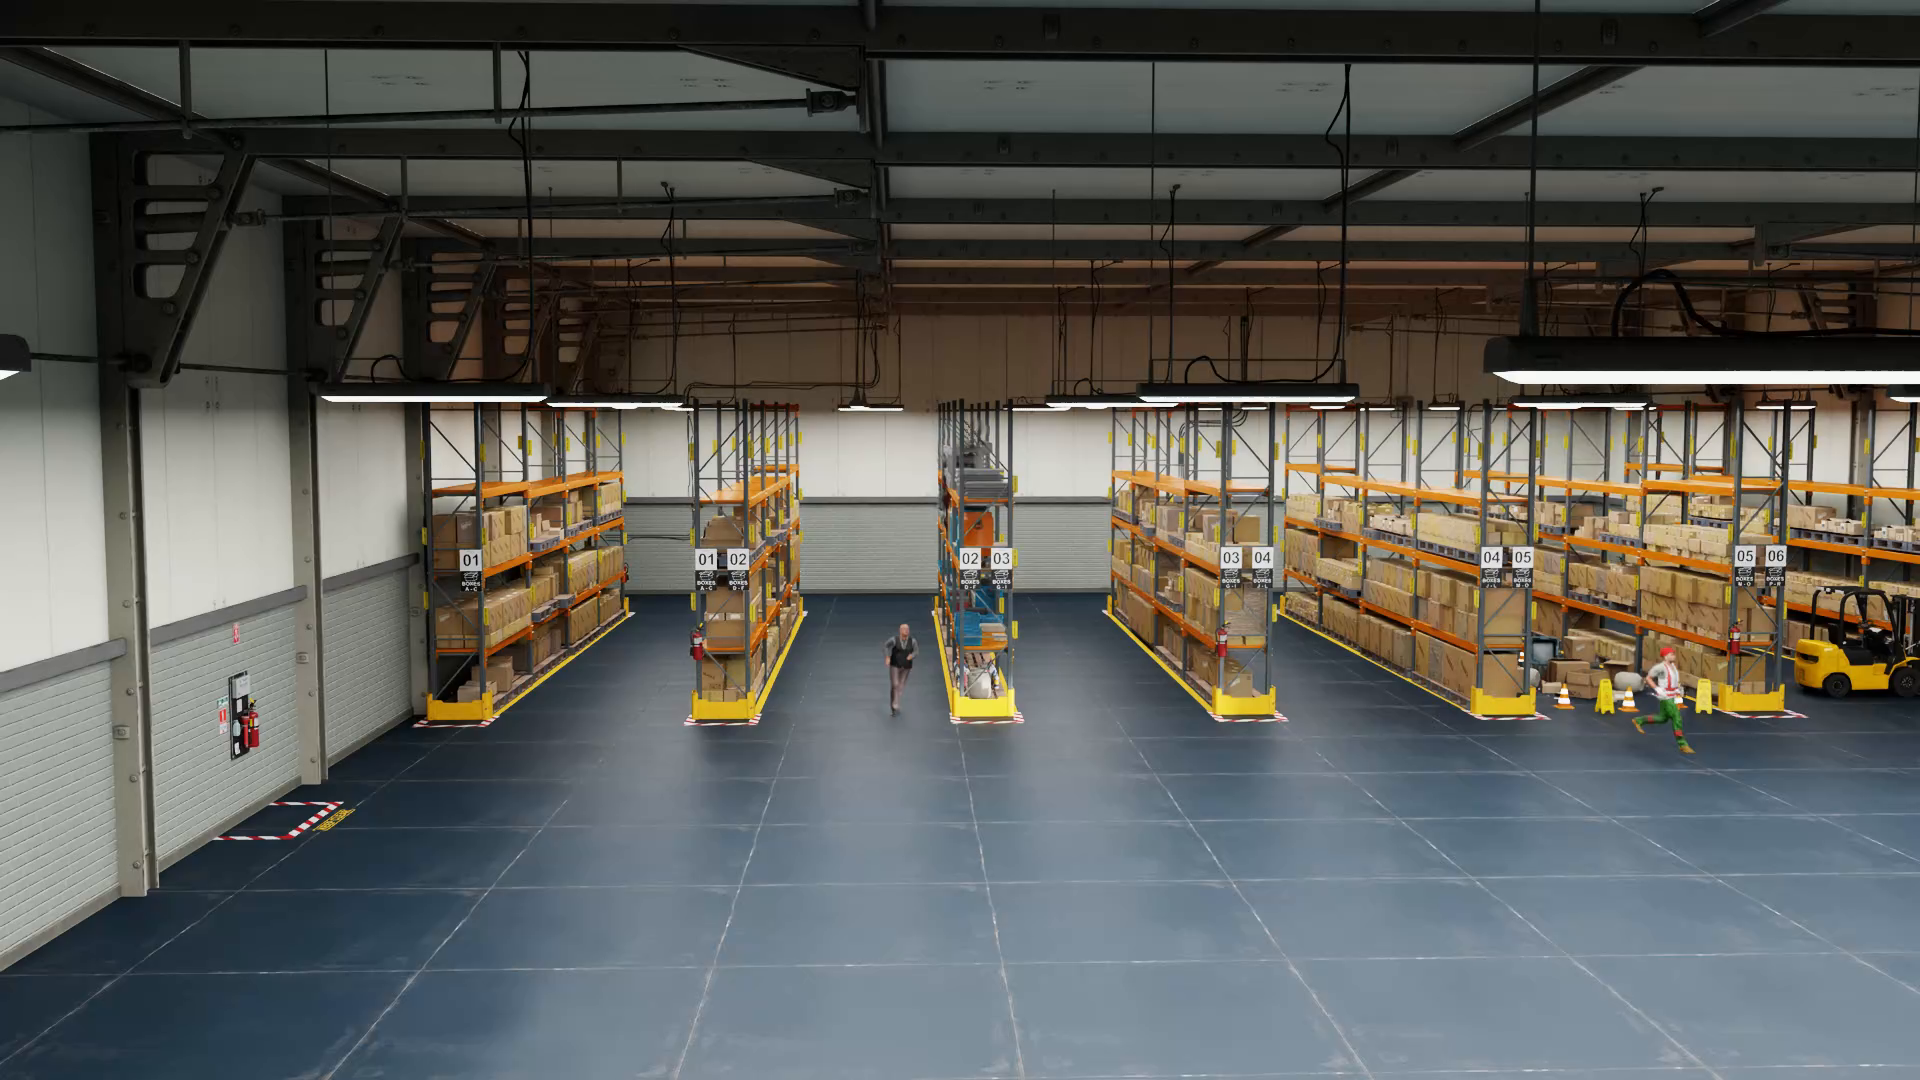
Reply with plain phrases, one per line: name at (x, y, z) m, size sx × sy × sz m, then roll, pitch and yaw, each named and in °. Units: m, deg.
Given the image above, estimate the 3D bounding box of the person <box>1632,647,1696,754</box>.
person at (12.054, 2.701, 28.363) m, size 1.082 × 1.777 × 0.627 m, roll 4°, pitch 6°, yaw 43°

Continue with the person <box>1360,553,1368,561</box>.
person at (11.978, 1.192, 49.091) m, size 0.620 × 1.643 × 0.565 m, roll 0°, pitch 4°, yaw -1°

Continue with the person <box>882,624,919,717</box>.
person at (-1.105, 2.455, 31.769) m, size 0.676 × 1.705 × 0.912 m, roll -1°, pitch 5°, yaw -17°
